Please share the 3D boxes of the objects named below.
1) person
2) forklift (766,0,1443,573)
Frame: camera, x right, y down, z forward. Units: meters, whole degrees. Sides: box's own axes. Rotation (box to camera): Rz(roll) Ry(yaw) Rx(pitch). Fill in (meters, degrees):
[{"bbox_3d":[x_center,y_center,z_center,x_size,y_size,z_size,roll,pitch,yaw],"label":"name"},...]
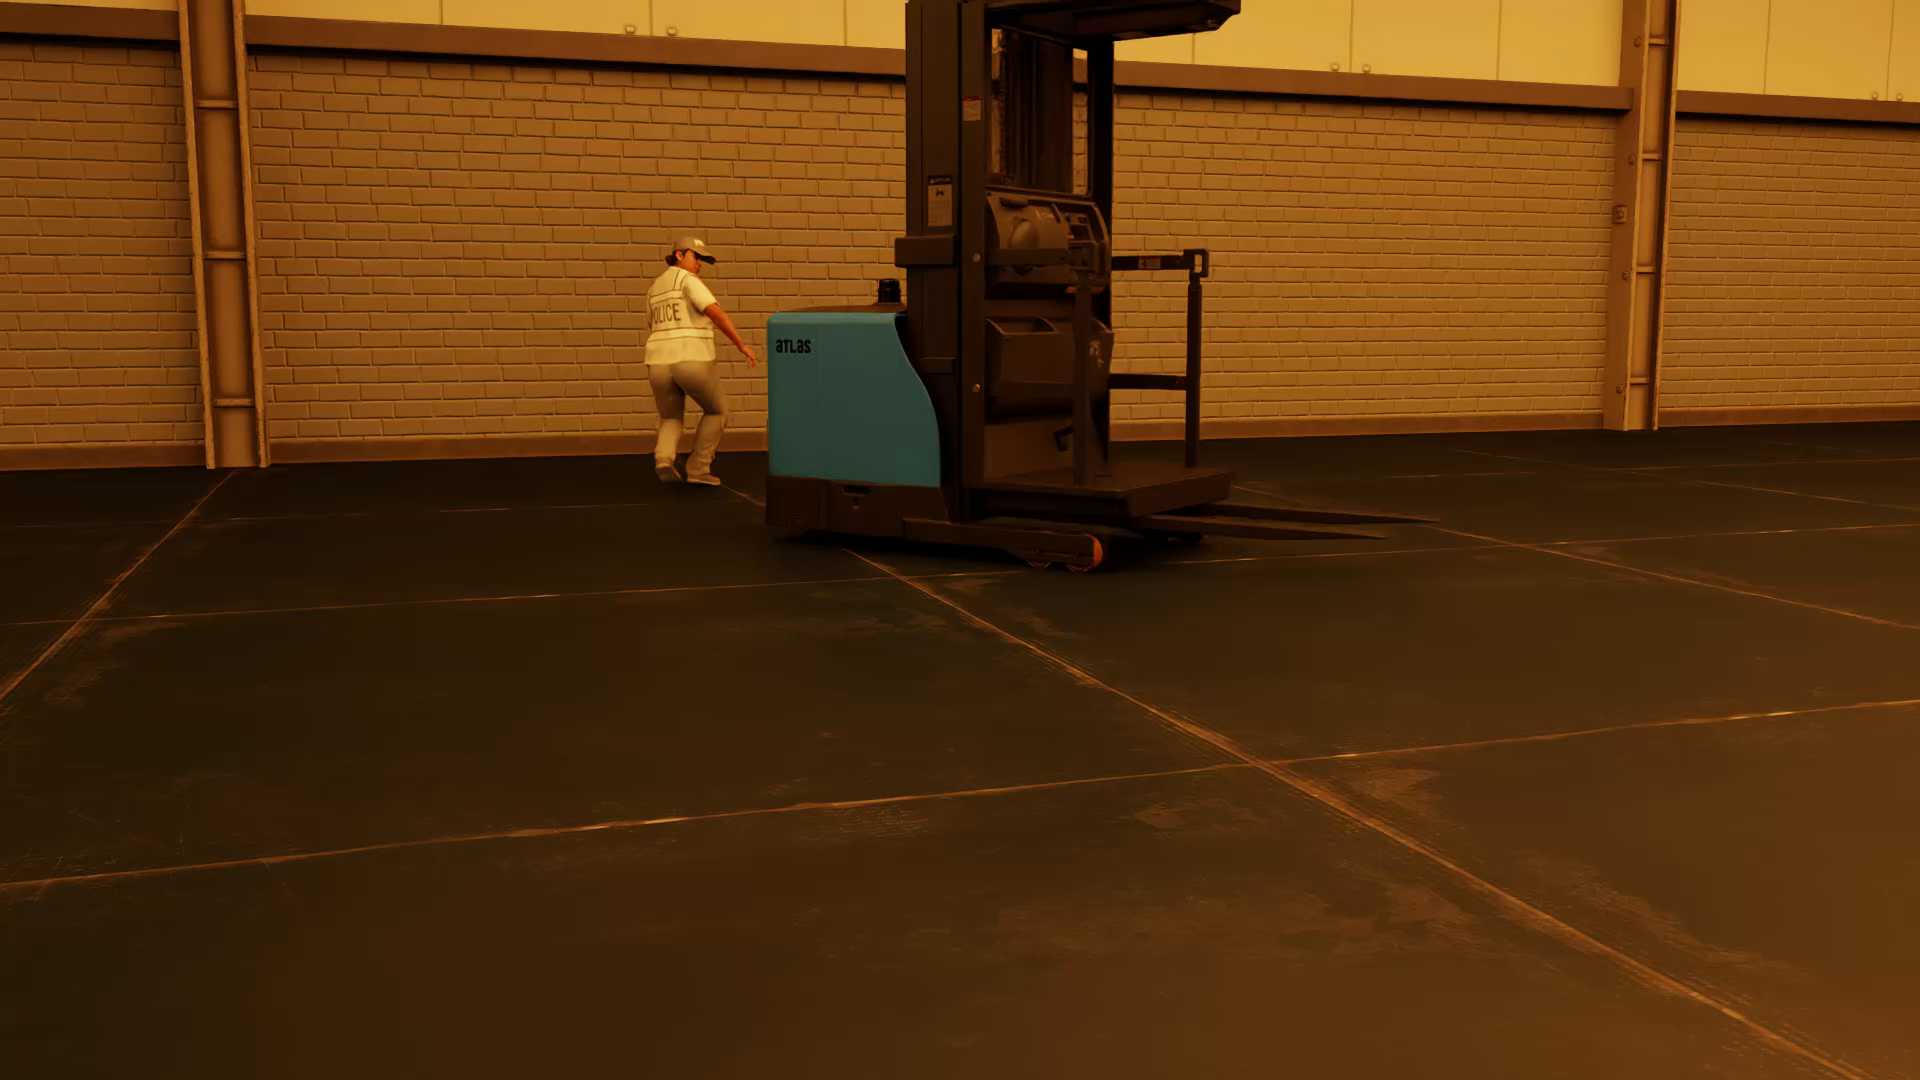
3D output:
[{"bbox_3d":[-1.595,-1.088,10.242,0.810,1.541,0.795,4,8,24],"label":"person"},{"bbox_3d":[0.572,-1.396,7.310,3.031,2.935,1.130,5,9,35],"label":"forklift"}]
